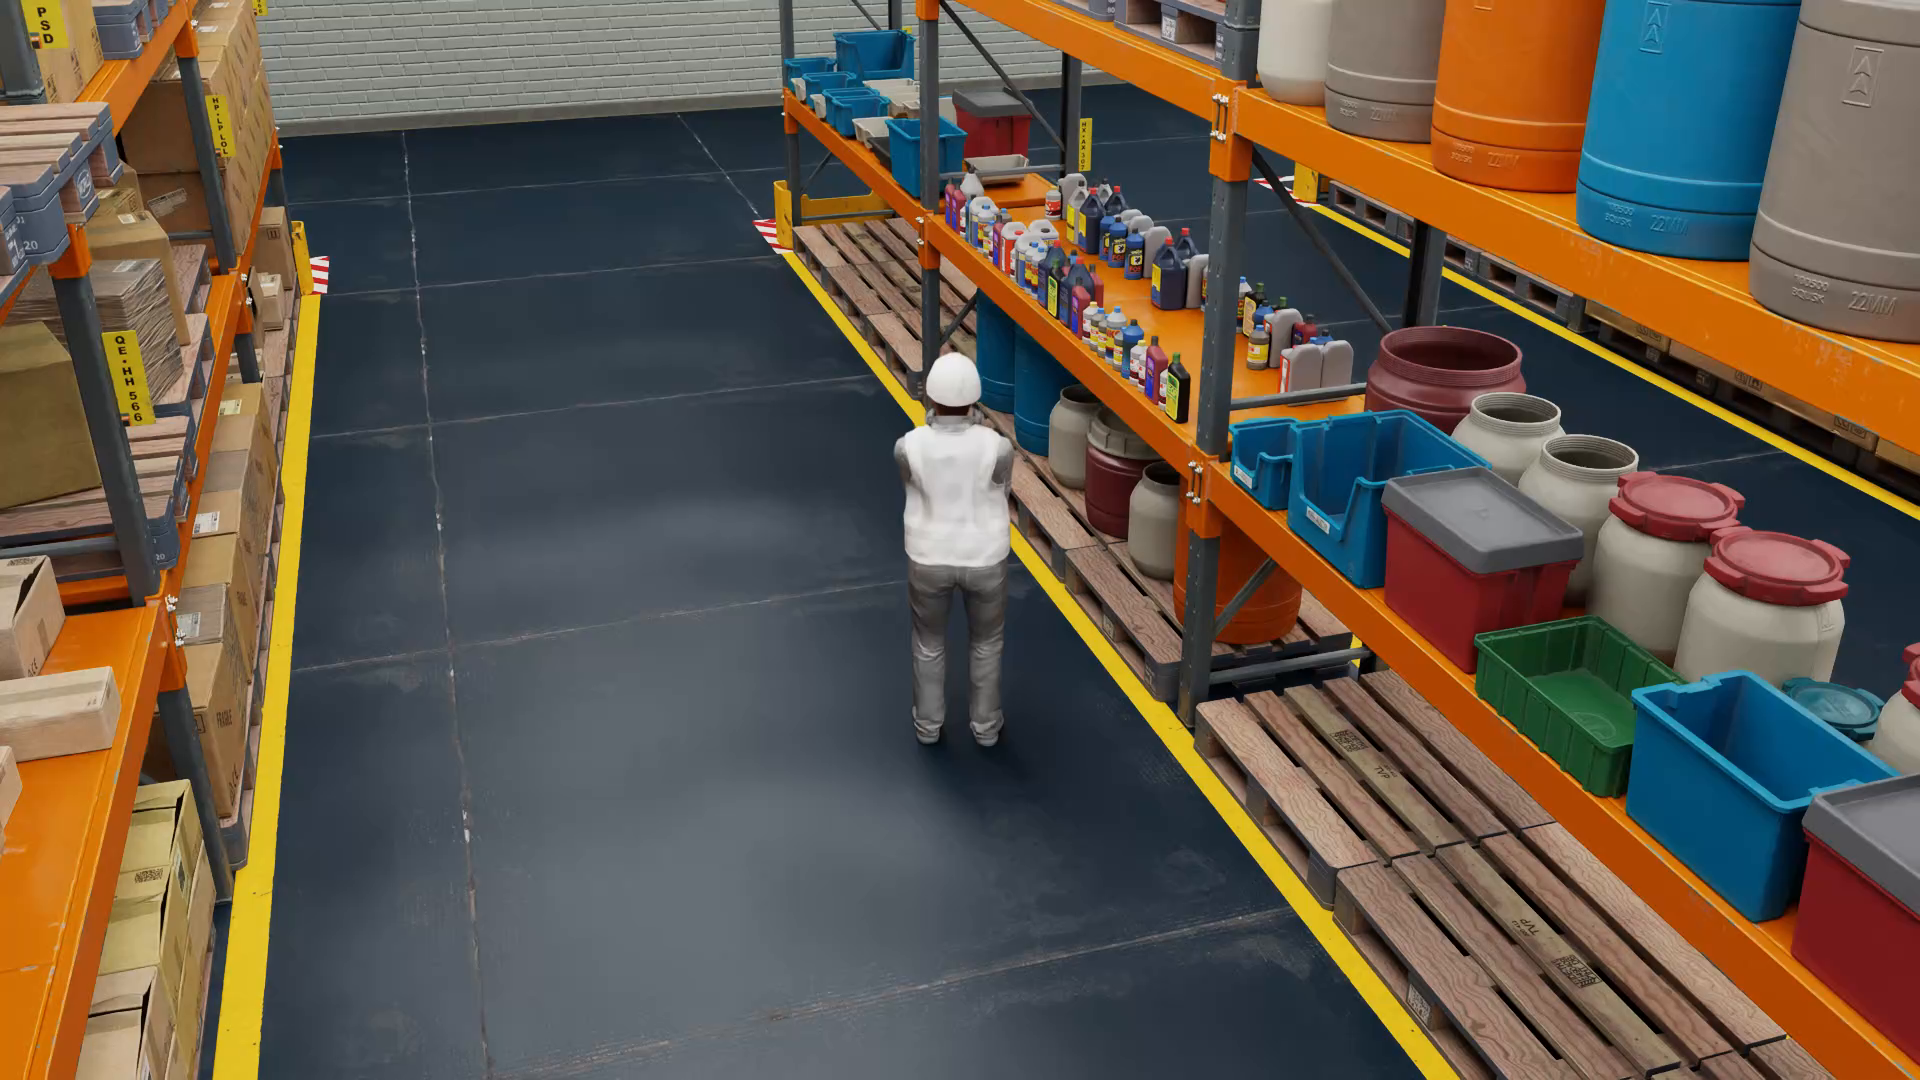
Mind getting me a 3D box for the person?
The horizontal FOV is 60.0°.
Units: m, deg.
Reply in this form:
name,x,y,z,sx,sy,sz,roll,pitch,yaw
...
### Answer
name,x,y,z,sx,sy,sz,roll,pitch,yaw
person,-0.020,0.020,7.048,0.495,1.772,0.553,1,26,3
